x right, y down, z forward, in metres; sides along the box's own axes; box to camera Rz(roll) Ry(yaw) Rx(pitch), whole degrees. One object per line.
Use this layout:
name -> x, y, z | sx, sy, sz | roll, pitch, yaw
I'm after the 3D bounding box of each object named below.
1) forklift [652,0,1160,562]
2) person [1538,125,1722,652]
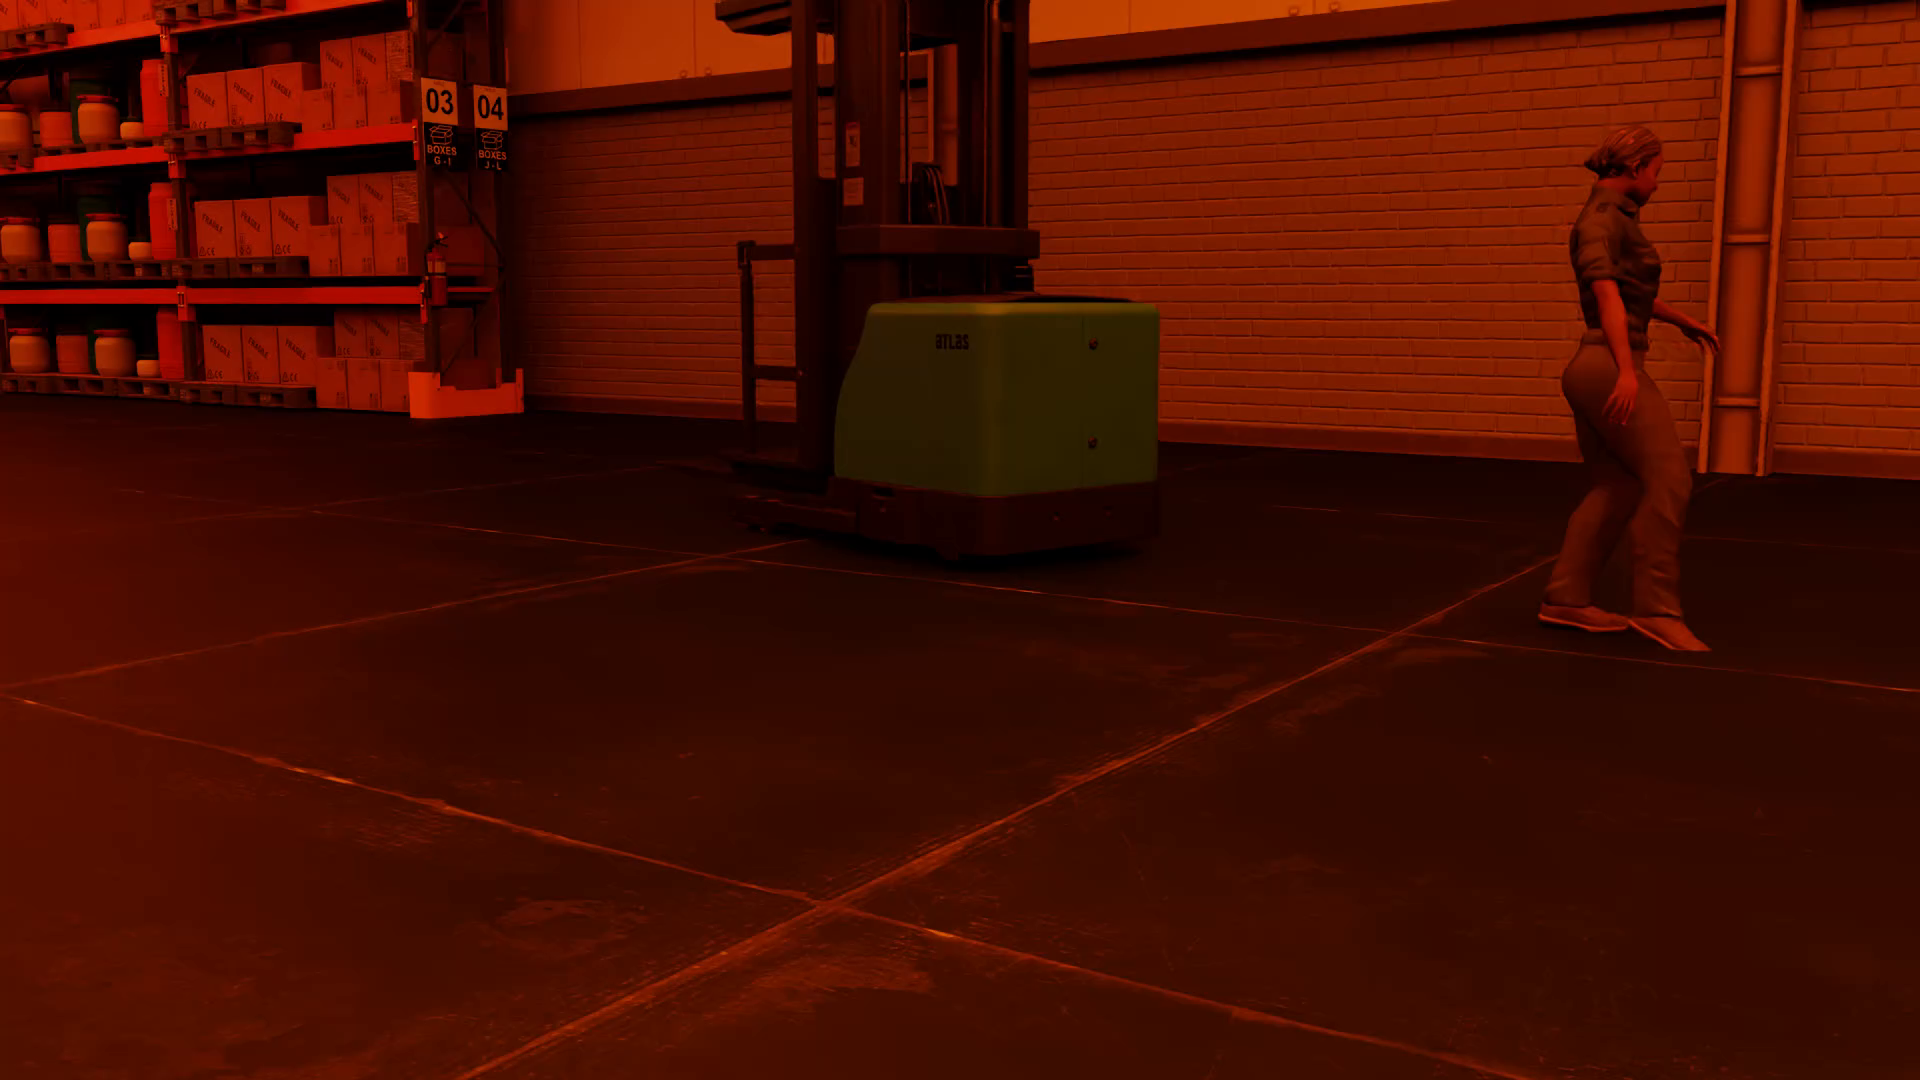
forklift -> -0.453, -1.521, 7.890 | 1.130, 2.935, 3.031 | -7, 10, -39
person -> 2.172, -0.467, 5.309 | 0.546, 1.687, 0.899 | 3, 9, 22
